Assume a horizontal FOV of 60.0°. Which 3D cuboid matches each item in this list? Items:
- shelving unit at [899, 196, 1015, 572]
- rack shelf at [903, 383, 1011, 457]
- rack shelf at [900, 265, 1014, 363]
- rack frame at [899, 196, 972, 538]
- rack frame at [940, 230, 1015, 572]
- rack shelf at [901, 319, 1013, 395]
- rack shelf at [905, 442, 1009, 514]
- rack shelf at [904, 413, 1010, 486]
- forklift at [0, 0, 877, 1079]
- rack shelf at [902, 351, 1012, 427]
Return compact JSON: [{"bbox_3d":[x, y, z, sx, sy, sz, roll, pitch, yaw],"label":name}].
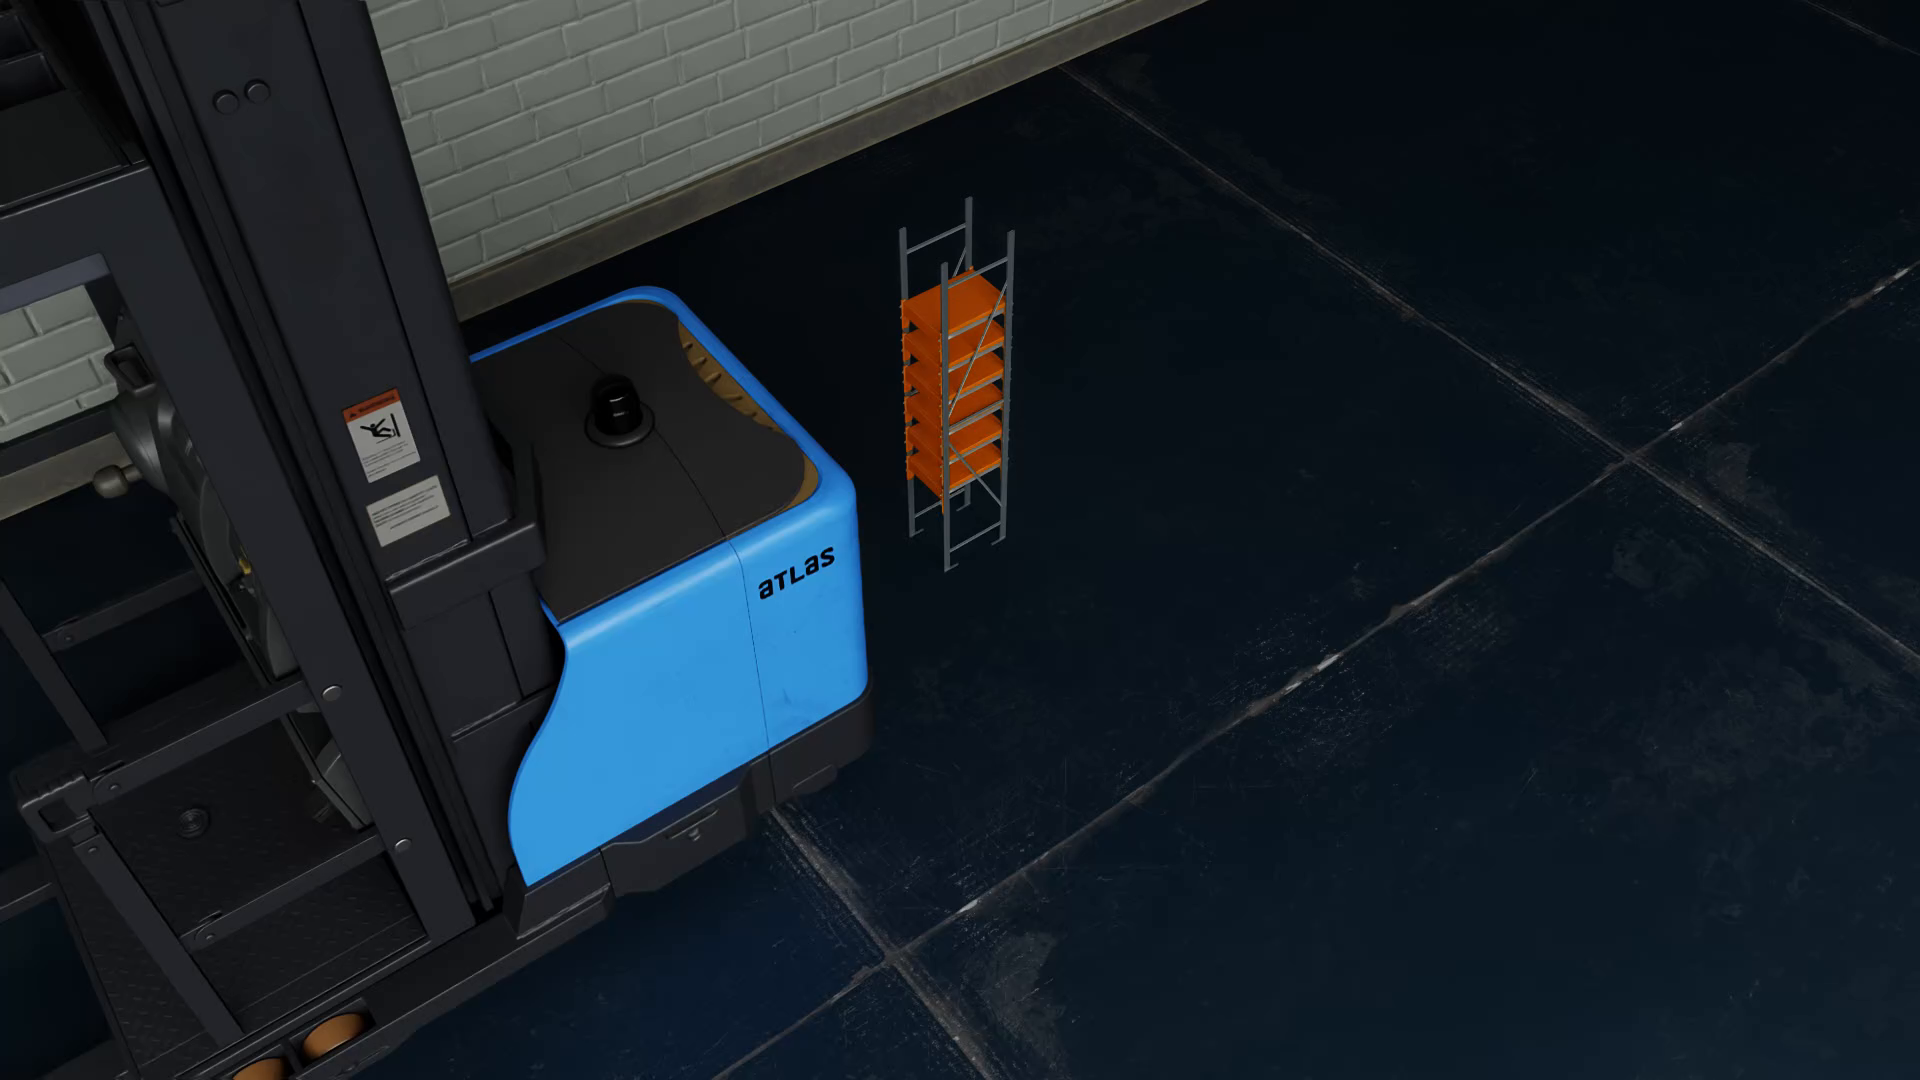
[{"bbox_3d":[-0.009,-0.412,4.813,0.258,1.200,0.189,-29,54,-24],"label":"shelving unit"},{"bbox_3d":[-0.009,-0.382,4.846,0.258,0.103,0.180,-29,54,-24],"label":"rack shelf"},{"bbox_3d":[-0.009,-0.623,4.579,0.258,0.103,0.180,-29,54,-24],"label":"rack shelf"},{"bbox_3d":[-0.064,-0.465,4.862,0.240,1.200,0.006,-29,54,-24],"label":"rack frame"},{"bbox_3d":[0.047,-0.358,4.764,0.240,1.200,0.006,-29,54,-24],"label":"rack frame"},{"bbox_3d":[-0.009,-0.543,4.668,0.258,0.103,0.180,-29,54,-24],"label":"rack shelf"},{"bbox_3d":[-0.009,-0.220,5.024,0.258,0.103,0.180,-29,54,-24],"label":"rack shelf"},{"bbox_3d":[-0.009,-0.301,4.935,0.258,0.103,0.180,-29,54,-24],"label":"rack shelf"},{"bbox_3d":[-1.724,-0.036,3.304,3.031,2.935,1.130,-28,54,-23],"label":"forklift"},{"bbox_3d":[-0.009,-0.462,4.757,0.258,0.103,0.180,-29,54,-24],"label":"rack shelf"}]
